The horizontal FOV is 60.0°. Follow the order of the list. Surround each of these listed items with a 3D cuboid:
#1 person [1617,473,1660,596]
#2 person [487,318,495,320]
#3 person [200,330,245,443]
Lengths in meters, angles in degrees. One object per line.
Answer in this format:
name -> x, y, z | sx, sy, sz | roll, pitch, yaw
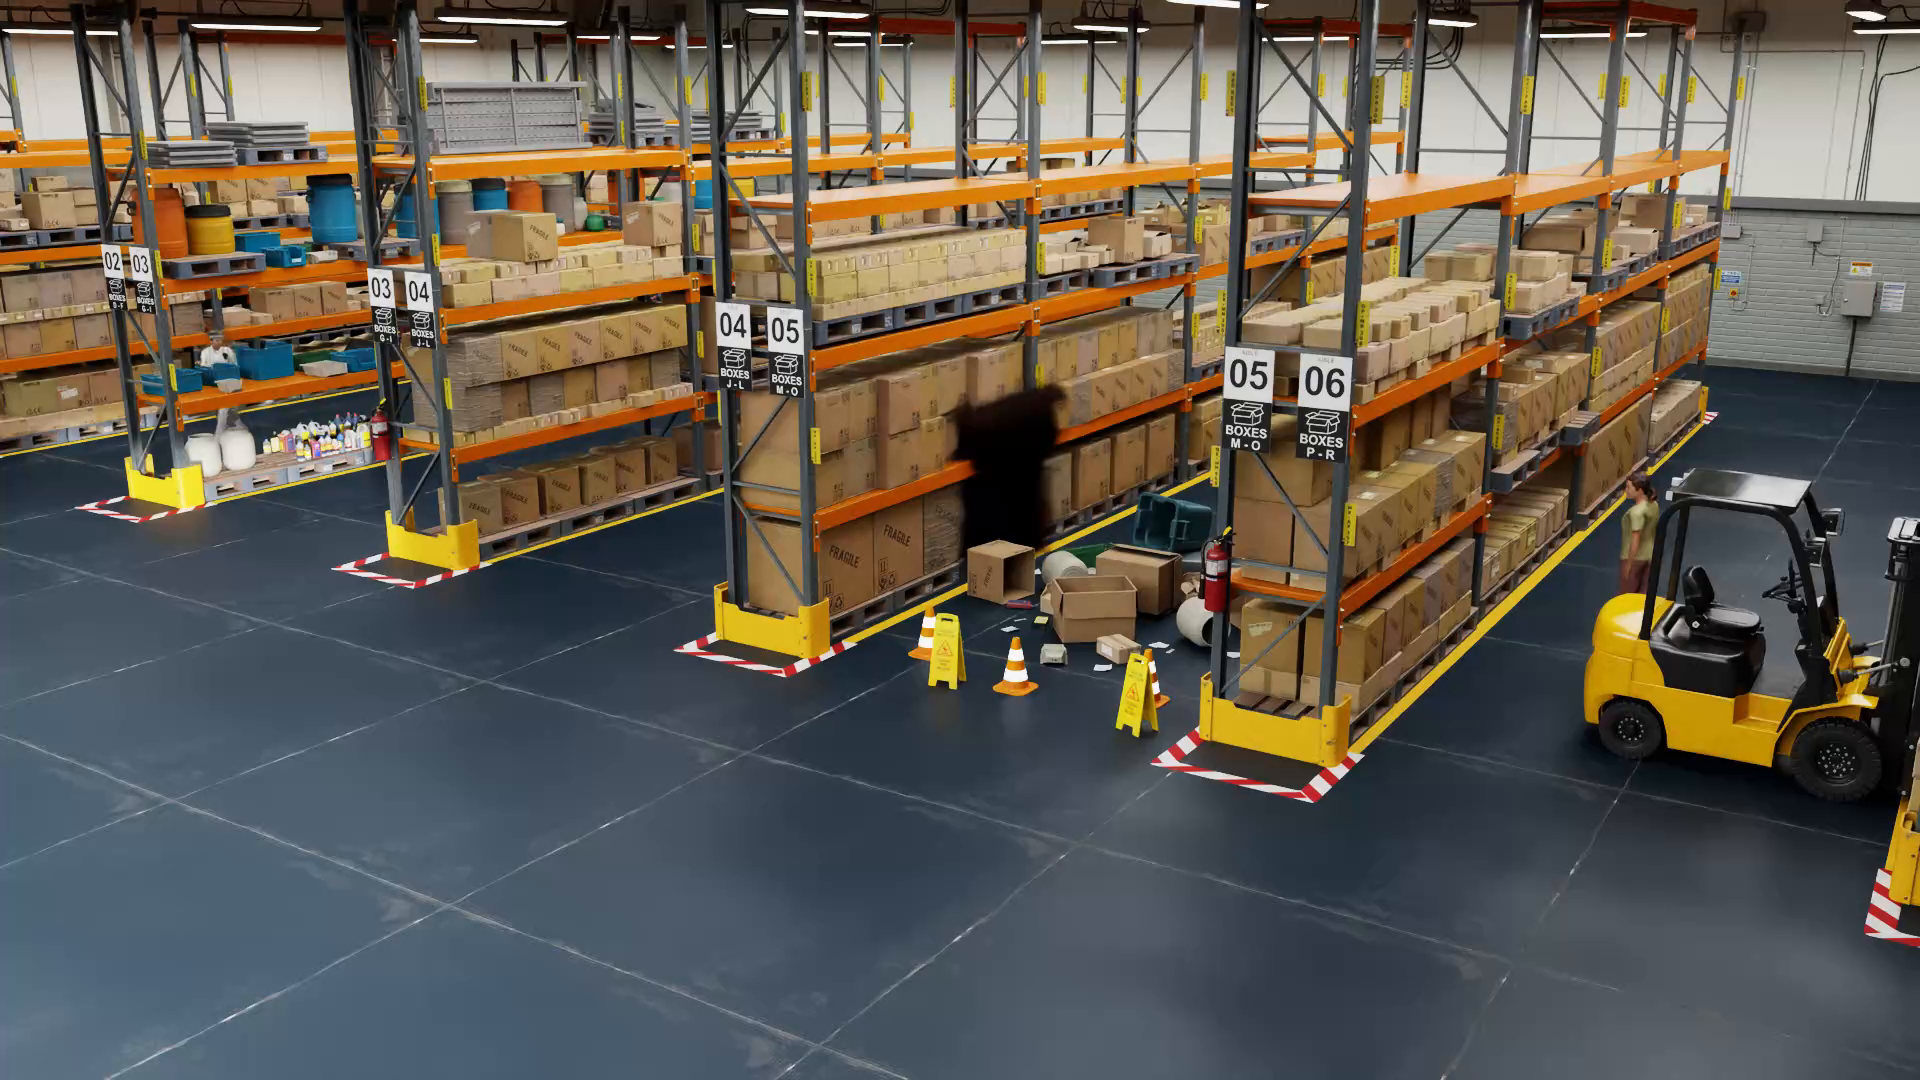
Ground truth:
person -> 6.291, 0.198, 15.401 | 0.497, 1.664, 0.393 | -7, 17, -24
person -> -7.547, -3.169, 27.470 | 0.476, 1.684, 1.032 | 11, 19, 36
person -> -10.836, -2.278, 24.357 | 0.426, 1.616, 1.003 | 4, 16, 14
